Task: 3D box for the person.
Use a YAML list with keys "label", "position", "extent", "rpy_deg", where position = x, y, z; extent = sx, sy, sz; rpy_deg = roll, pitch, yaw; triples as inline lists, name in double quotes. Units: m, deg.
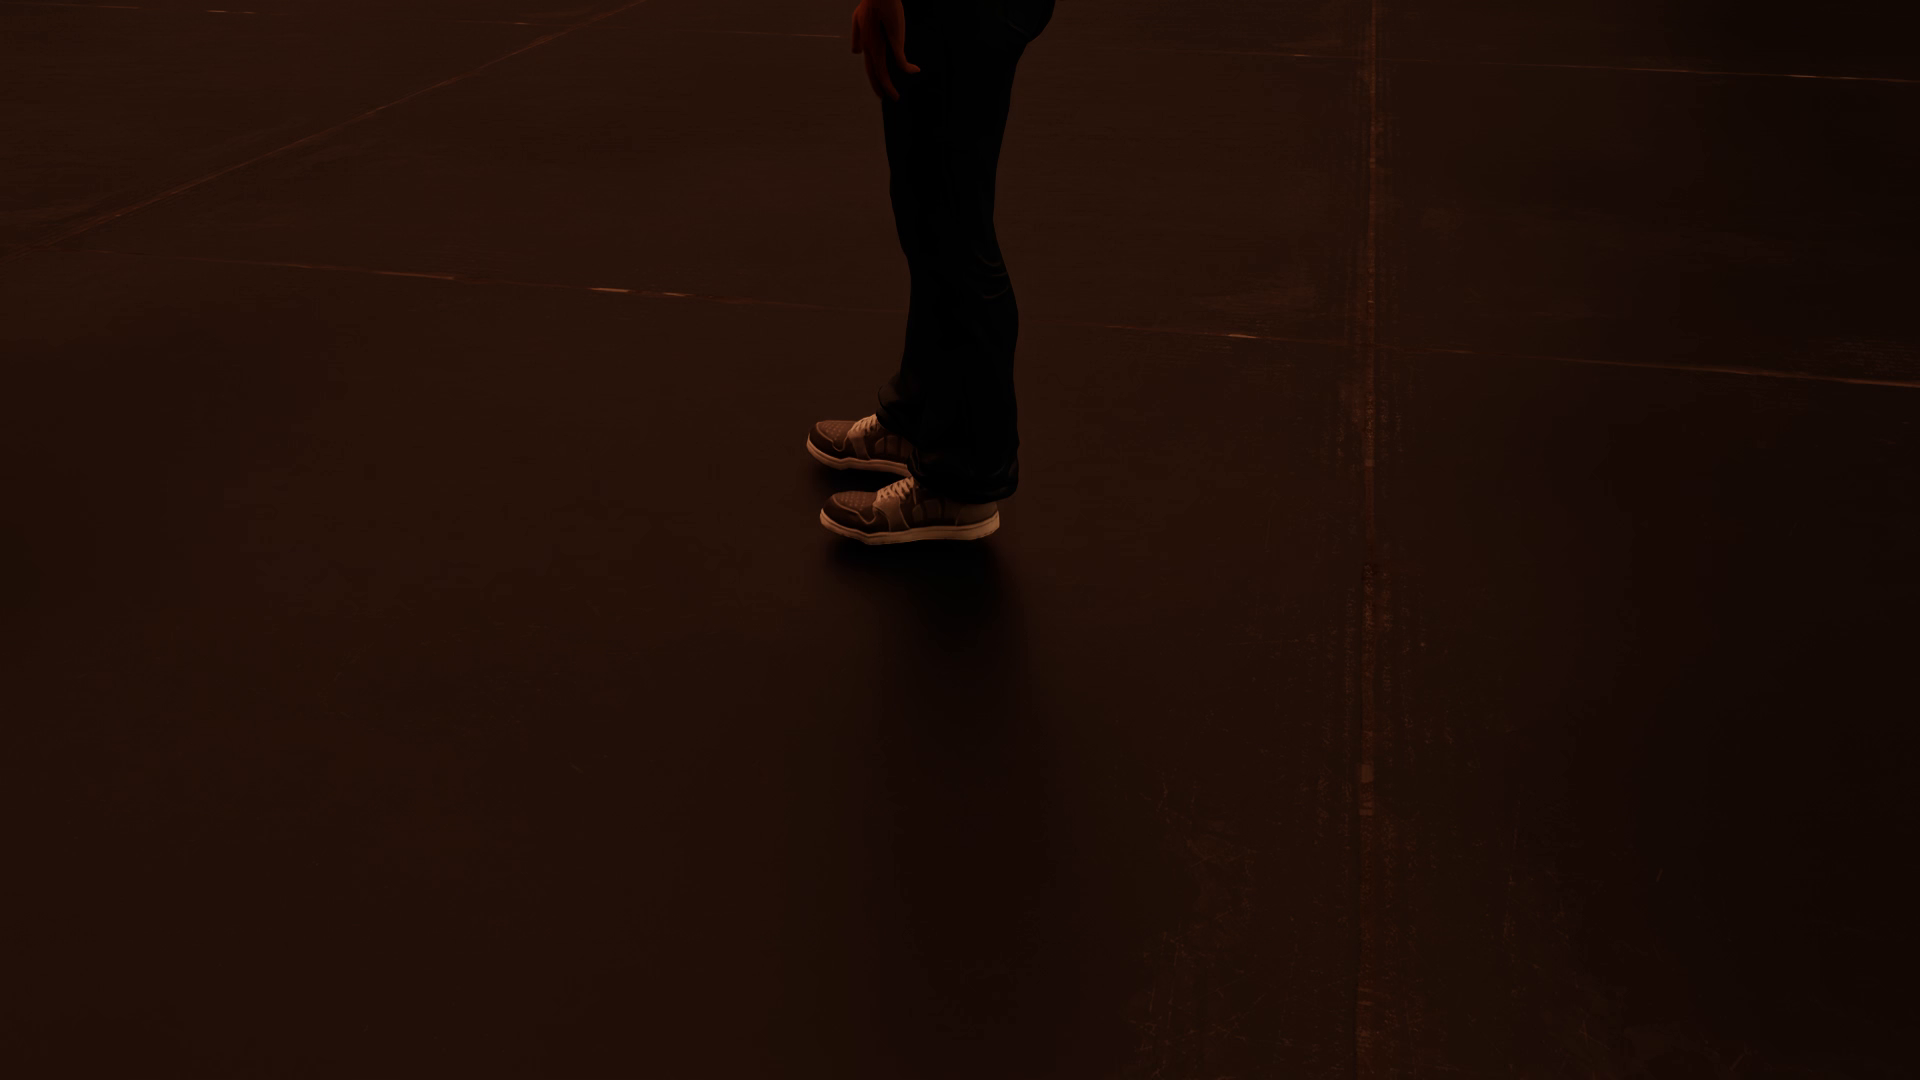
- label: "person"
  position: [-0.070, -0.734, 2.164]
  extent: [0.473, 1.599, 0.520]
  rpy_deg: [6, 27, 11]
